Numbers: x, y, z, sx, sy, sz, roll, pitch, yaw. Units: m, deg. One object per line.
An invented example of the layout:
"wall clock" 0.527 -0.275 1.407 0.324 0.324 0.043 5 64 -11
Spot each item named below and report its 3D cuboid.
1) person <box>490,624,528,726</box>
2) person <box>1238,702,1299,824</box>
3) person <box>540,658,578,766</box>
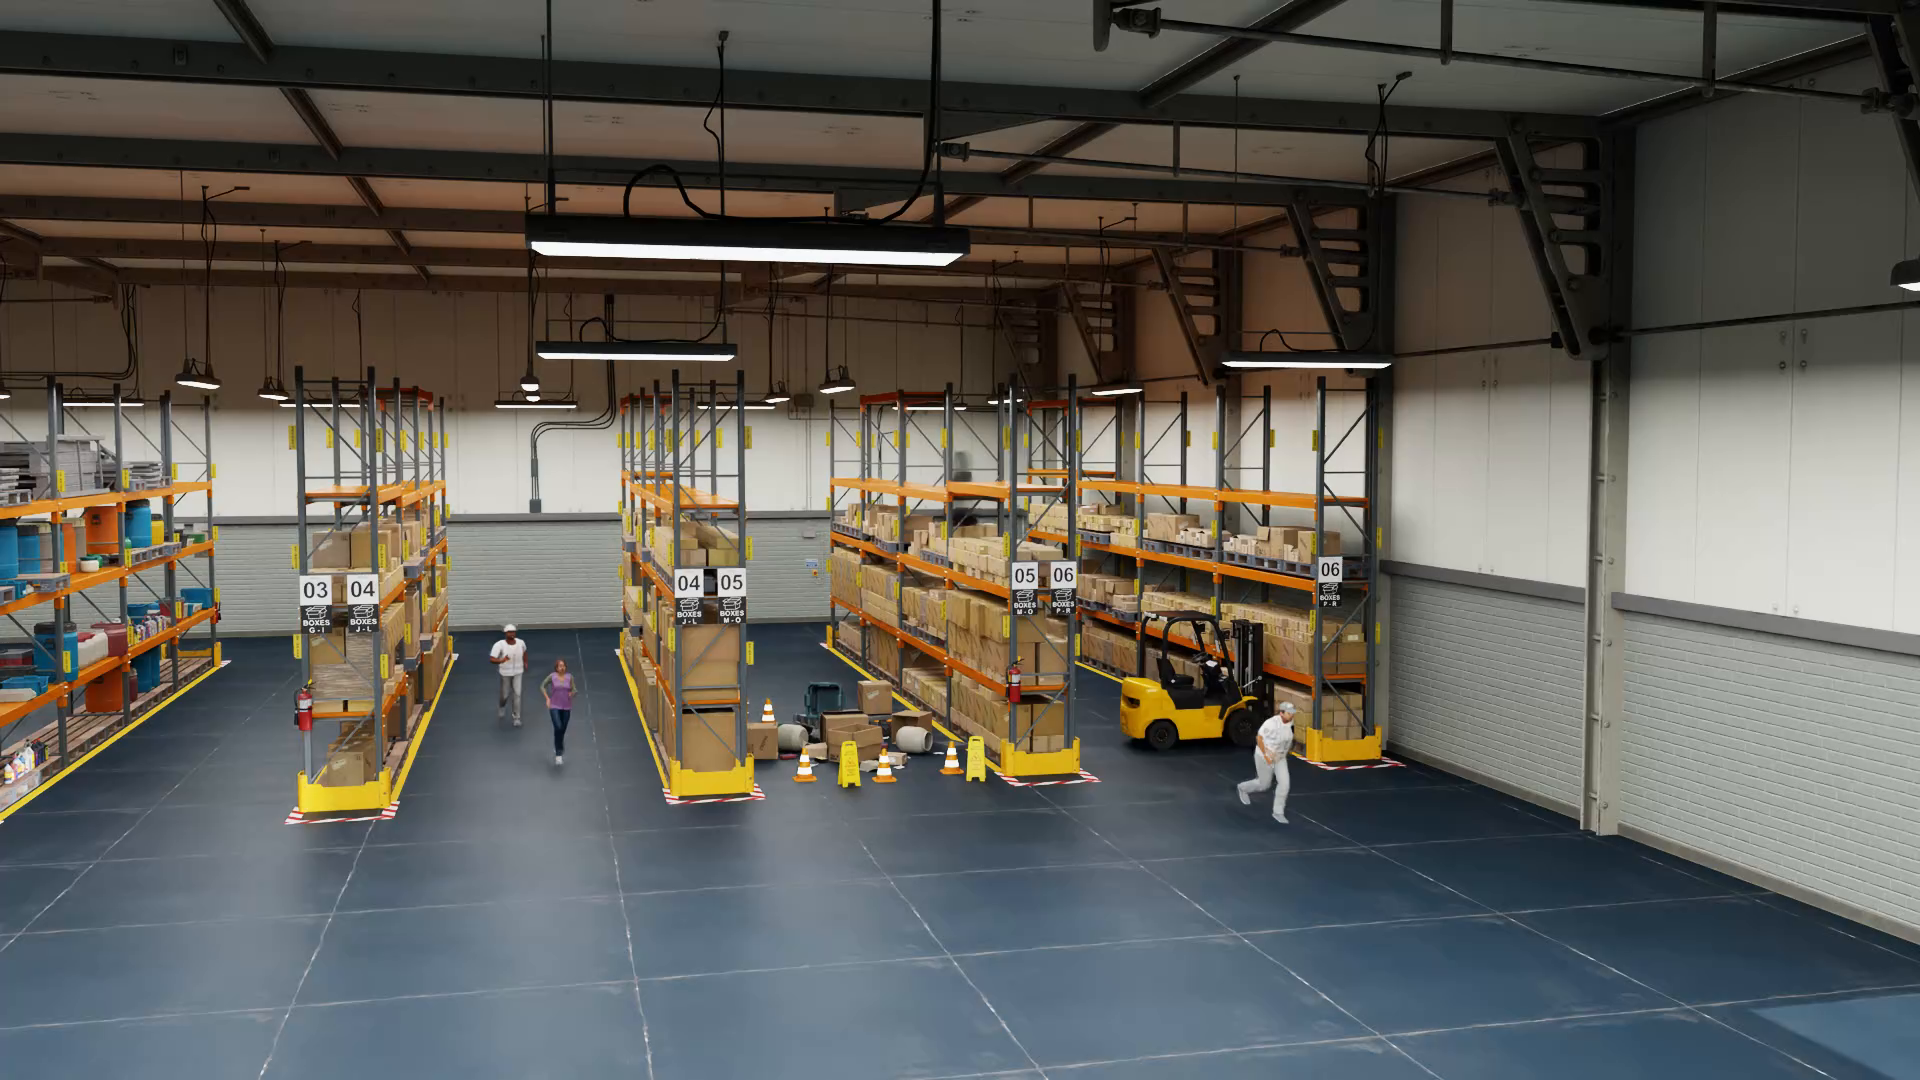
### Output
"person" -7.930 2.352 29.296 0.720 1.751 0.926 -2 4 -31
"person" 4.104 2.915 22.083 0.615 1.625 0.966 -3 5 -41
"person" -6.221 2.660 25.878 0.522 1.647 0.736 -2 4 -30
